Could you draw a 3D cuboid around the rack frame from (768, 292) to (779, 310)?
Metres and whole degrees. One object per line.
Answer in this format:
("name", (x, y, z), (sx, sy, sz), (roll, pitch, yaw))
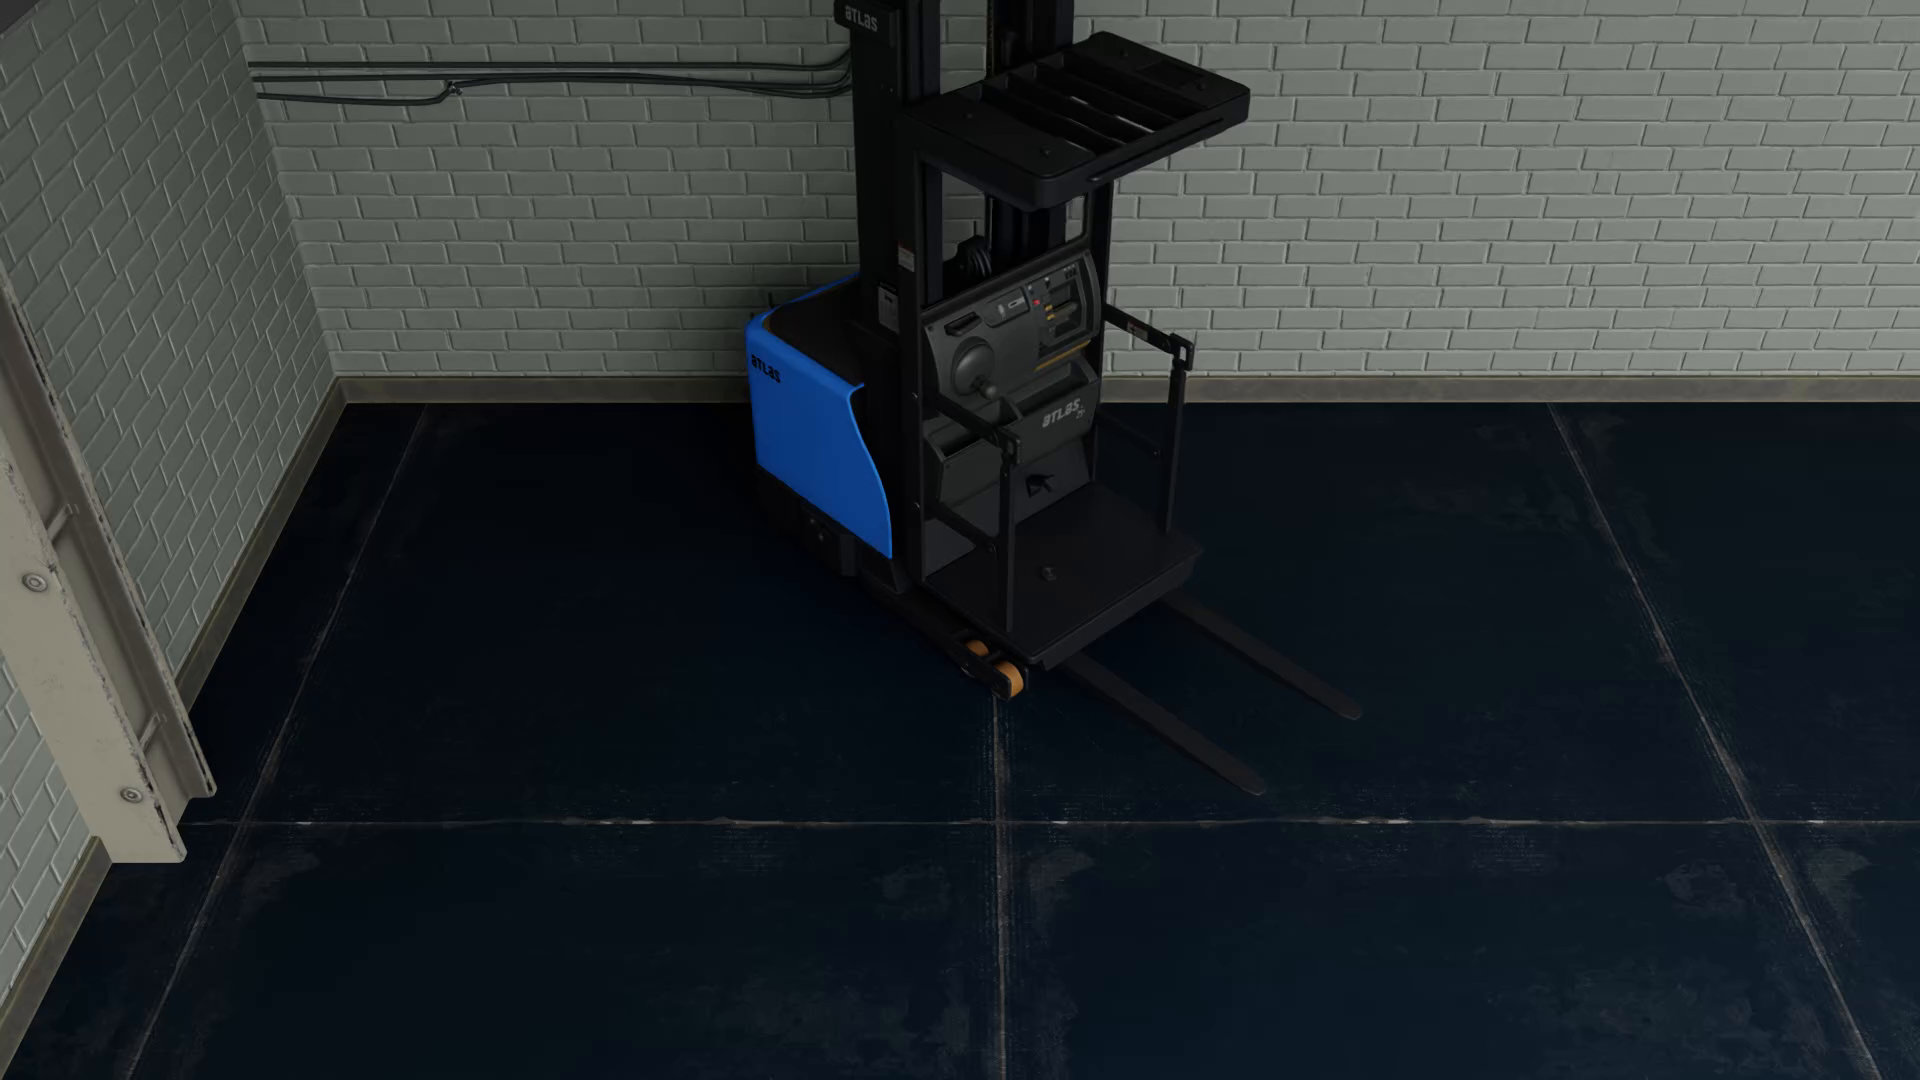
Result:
("rack frame", (-0.816, -0.822, 8.302), (0.240, 0.900, 0.006), (13, 41, 16))

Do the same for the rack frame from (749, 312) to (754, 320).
("rack frame", (-0.888, -0.703, 8.154), (0.240, 0.900, 0.006), (13, 41, 16))

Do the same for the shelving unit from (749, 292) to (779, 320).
("shelving unit", (-0.852, -0.763, 8.228), (0.258, 0.900, 0.210), (13, 41, 16))

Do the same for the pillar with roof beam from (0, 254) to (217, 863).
("pillar with roof beam", (1.140, -2.391, 3.783), (9.100, 9.000, 0.400), (0, 39, 0))

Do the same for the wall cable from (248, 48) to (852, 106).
("wall cable", (-1.846, -3.019, 7.050), (3.097, 2.526, 0.112), (0, 39, 0))

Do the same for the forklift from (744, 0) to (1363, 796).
("forklift", (0.371, -0.822, 6.678), (1.130, 2.935, 3.031), (-30, 47, -32))
